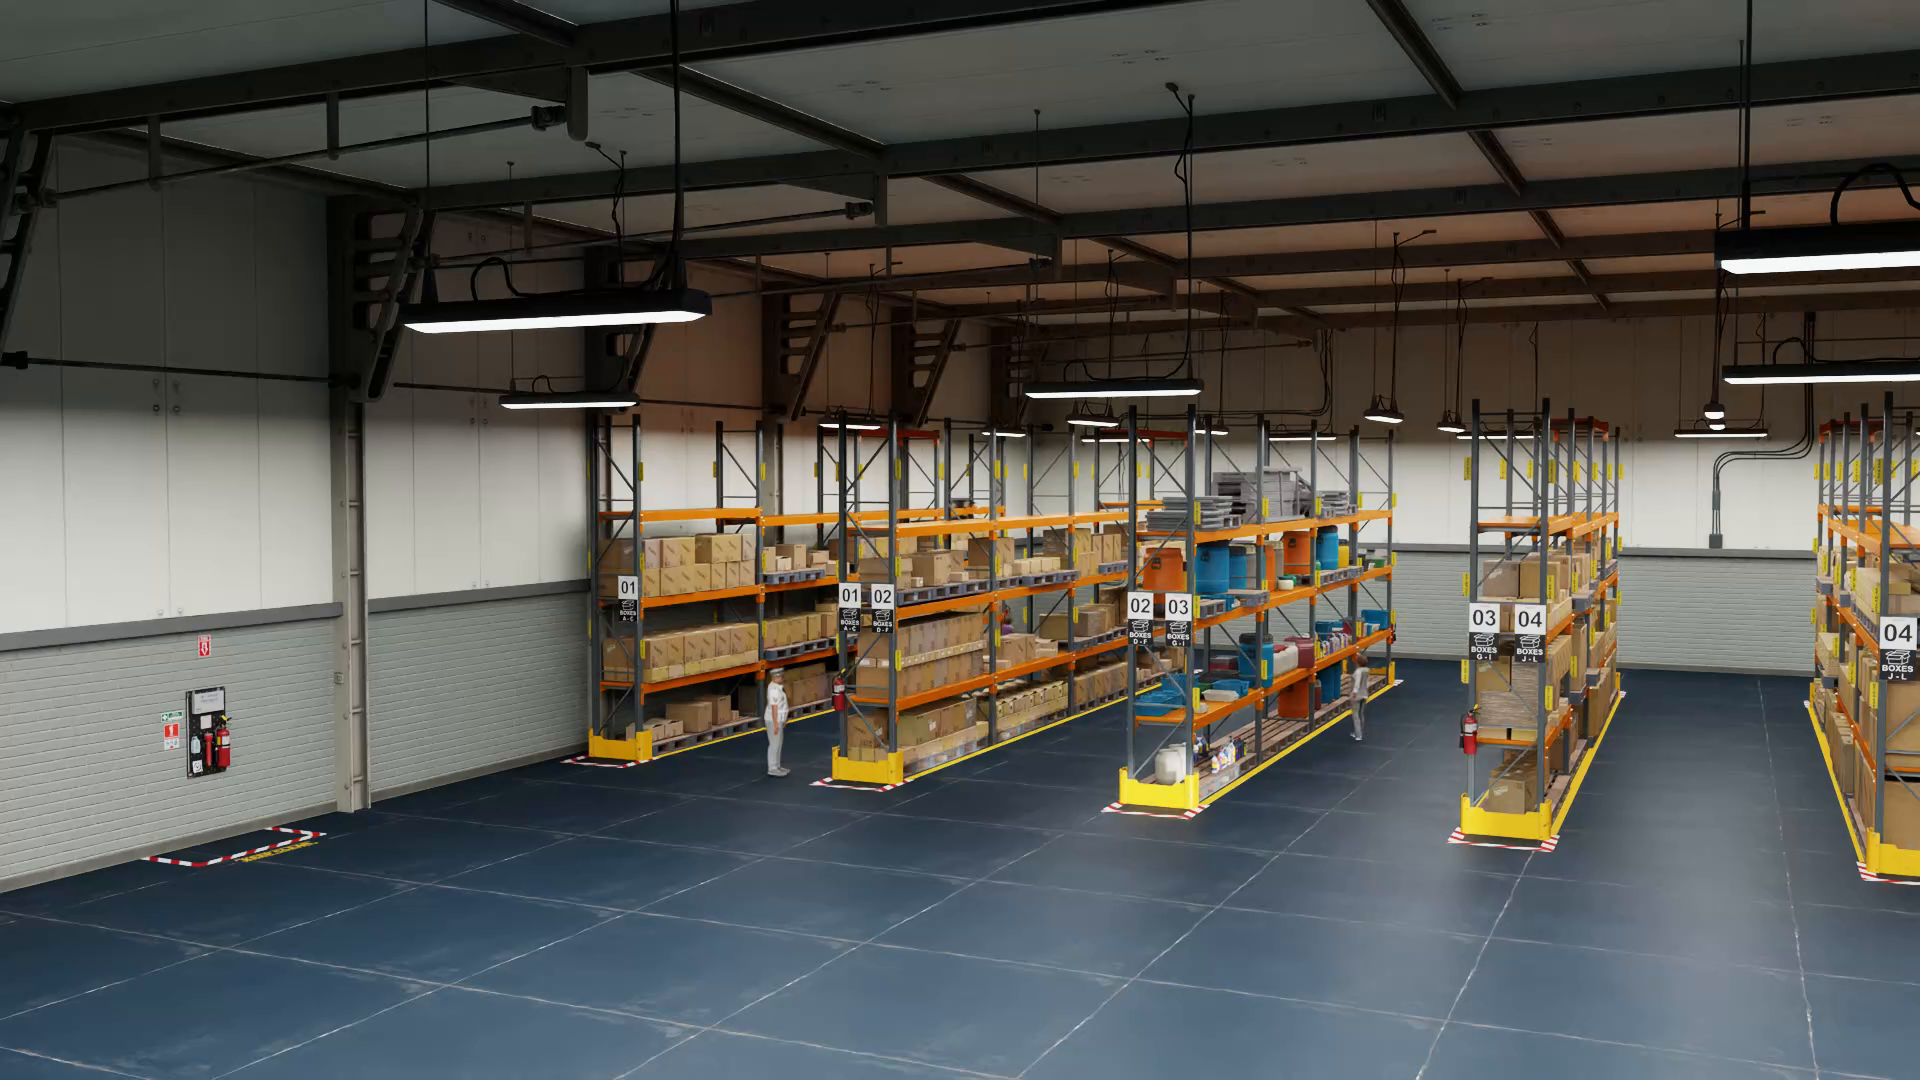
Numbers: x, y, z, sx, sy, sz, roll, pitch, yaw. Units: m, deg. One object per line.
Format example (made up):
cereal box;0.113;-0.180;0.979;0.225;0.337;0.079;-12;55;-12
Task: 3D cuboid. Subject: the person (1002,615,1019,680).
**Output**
person;1.226;2.598;39.690;0.583;1.624;0.425;-1;2;-16

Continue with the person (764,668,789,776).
person;-3.029;2.992;27.413;0.418;1.758;0.544;0;2;-3

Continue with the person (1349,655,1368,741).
person;7.416;2.938;31.111;0.442;1.603;0.533;-2;3;-34
